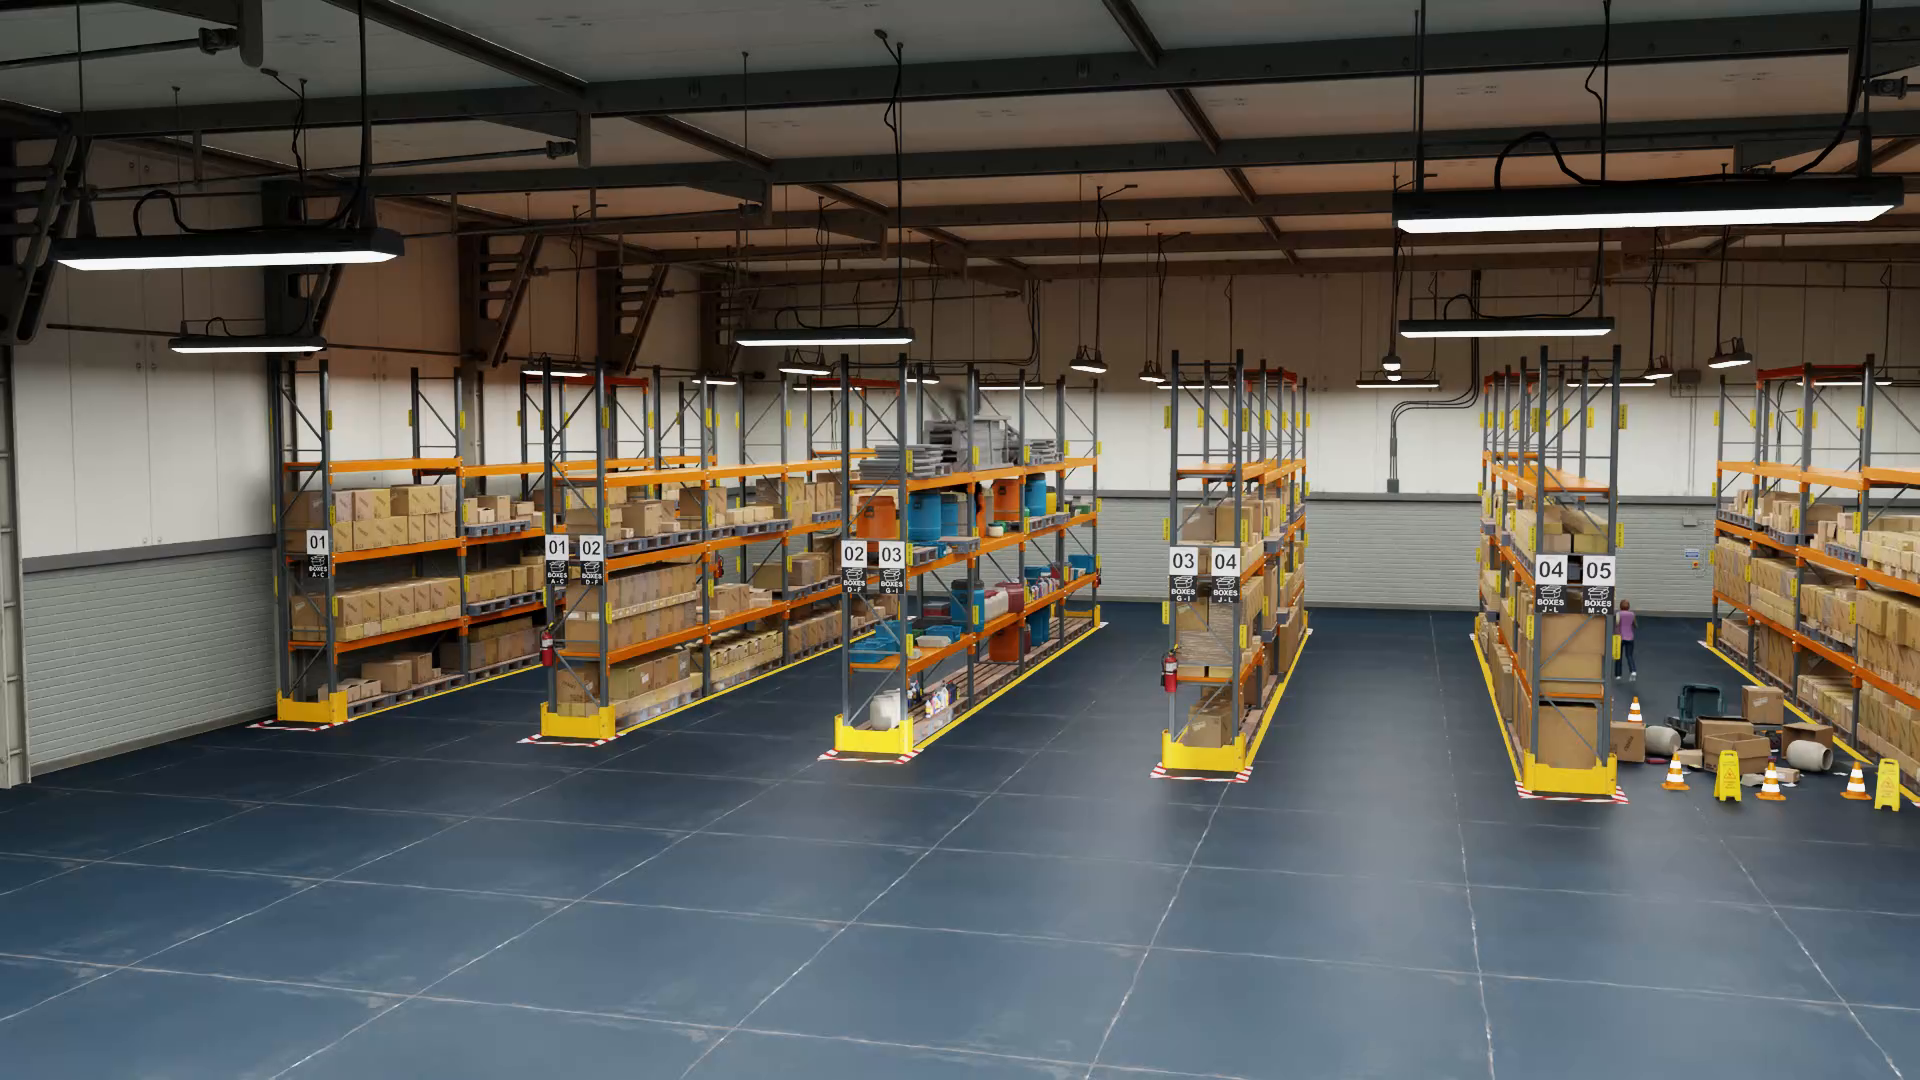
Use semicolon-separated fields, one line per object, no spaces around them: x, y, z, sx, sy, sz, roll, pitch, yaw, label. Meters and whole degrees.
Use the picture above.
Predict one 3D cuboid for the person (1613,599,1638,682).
12.584;1.915;31.476;0.534;1.593;0.883;0;4;3;person
